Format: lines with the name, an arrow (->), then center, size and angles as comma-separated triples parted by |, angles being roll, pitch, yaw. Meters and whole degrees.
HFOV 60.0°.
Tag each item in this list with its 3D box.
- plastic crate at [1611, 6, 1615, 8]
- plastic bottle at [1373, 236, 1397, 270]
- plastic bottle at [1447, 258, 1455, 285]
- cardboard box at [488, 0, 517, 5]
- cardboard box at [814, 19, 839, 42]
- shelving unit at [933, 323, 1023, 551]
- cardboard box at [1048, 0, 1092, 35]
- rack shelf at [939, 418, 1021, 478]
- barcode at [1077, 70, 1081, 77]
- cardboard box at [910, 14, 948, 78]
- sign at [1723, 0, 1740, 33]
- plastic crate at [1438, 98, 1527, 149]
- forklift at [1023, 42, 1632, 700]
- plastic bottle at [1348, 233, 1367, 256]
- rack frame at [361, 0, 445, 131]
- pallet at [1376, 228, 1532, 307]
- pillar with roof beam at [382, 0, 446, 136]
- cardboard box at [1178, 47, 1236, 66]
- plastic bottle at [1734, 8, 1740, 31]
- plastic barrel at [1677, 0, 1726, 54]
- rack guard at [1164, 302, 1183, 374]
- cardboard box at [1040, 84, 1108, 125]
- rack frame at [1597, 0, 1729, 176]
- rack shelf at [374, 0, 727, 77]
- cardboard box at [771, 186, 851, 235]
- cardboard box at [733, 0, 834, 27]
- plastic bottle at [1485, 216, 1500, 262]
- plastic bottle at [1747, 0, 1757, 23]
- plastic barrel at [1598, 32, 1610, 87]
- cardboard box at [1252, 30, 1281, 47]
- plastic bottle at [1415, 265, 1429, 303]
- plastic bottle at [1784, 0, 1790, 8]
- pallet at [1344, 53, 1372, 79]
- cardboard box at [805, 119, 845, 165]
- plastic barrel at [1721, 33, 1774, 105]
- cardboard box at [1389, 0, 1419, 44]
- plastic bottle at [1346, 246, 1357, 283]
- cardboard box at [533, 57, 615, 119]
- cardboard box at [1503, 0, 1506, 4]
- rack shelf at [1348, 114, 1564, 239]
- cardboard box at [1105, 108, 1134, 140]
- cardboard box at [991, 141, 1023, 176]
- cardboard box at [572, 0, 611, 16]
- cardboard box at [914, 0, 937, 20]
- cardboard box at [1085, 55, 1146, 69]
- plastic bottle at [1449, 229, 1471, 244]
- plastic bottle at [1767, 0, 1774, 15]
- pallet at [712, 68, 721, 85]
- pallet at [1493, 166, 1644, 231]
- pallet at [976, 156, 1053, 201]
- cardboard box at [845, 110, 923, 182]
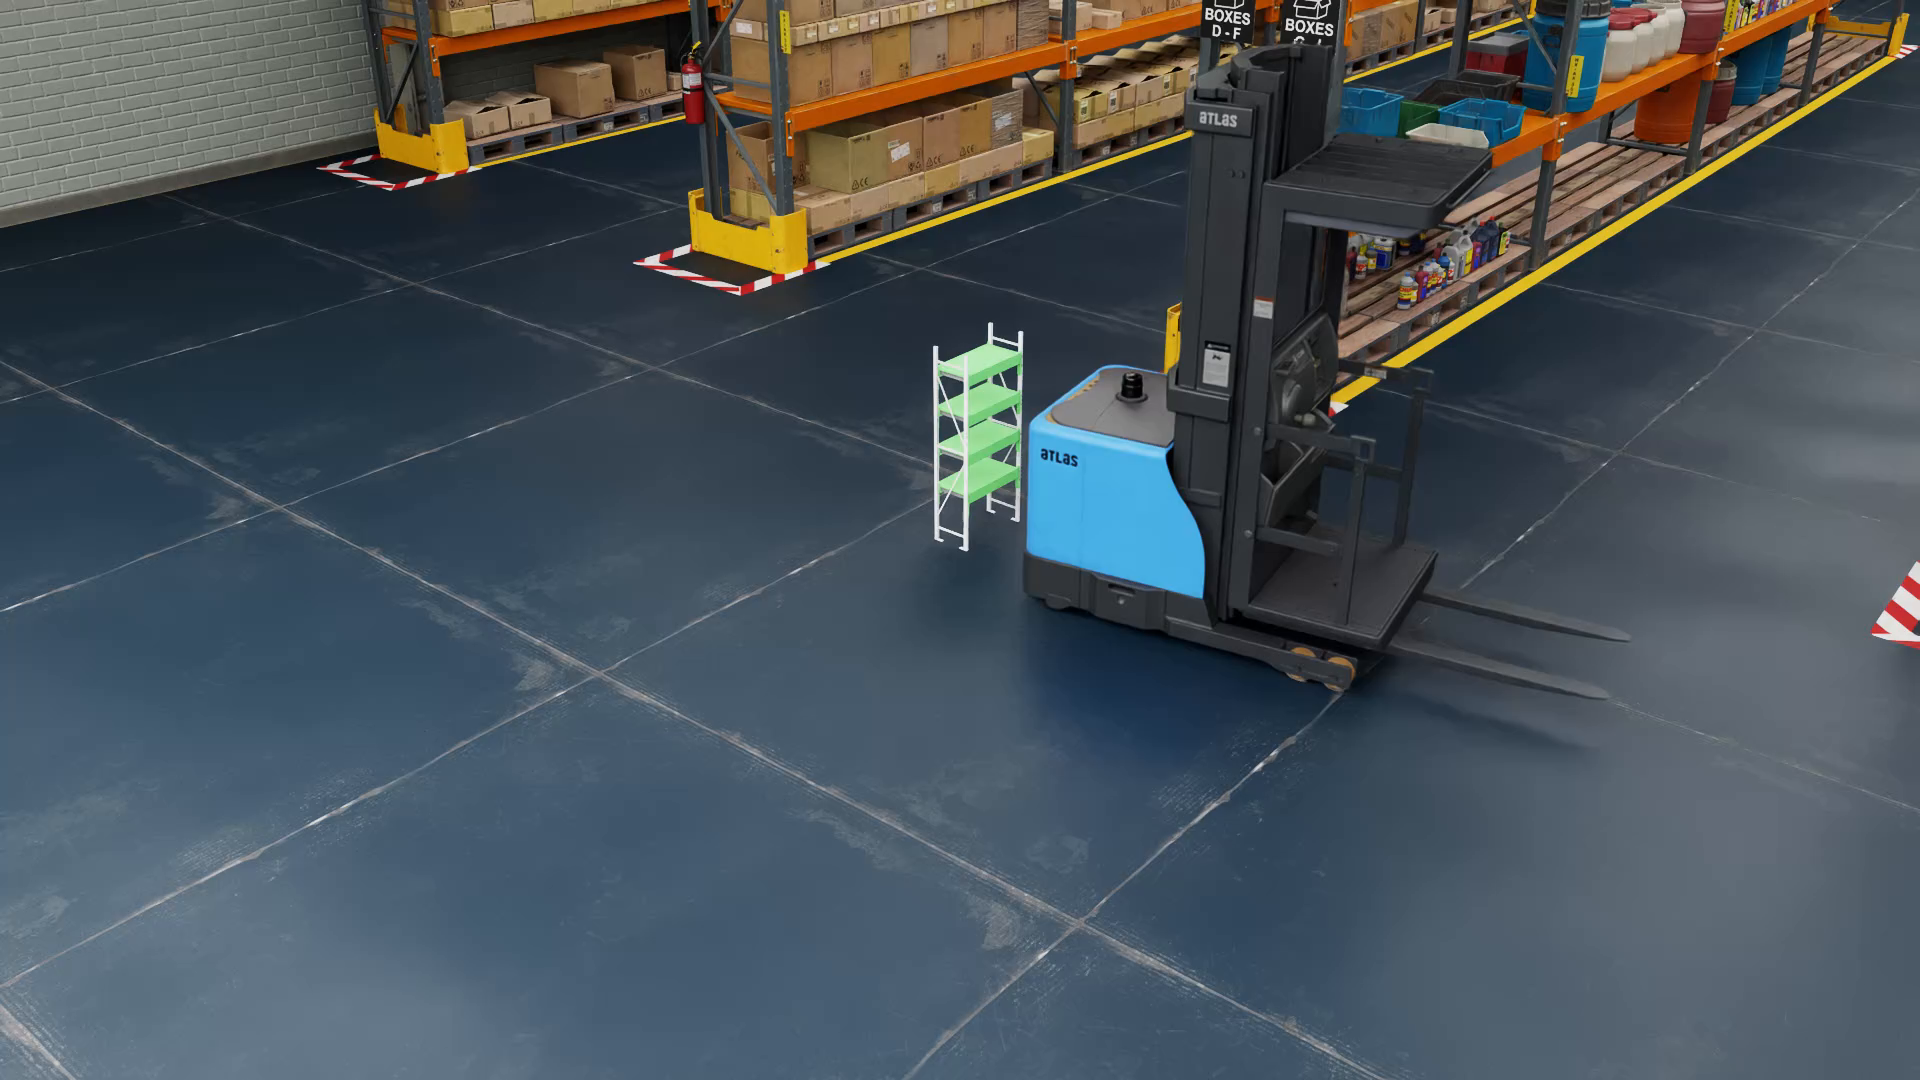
plastic crate -> 5.820, -4.745, 15.589 | 0.402, 0.464, 0.583 | 21, 34, 34
plastic bottle -> 3.446, -2.351, 13.516 | 0.152, 0.276, 0.135 | 21, 34, 34
plastic bottle -> 3.864, -2.133, 13.176 | 0.097, 0.201, 0.097 | 0, 27, 0
cardboard box -> -4.792, -5.789, 17.000 | 0.500, 0.500, 0.500 | 21, 34, 35
cardboard box -> -1.243, -4.316, 14.014 | 0.380, 0.149, 0.250 | 20, 33, 33
shelving unit -> 0.105, -0.592, 9.588 | 0.258, 1.200, 0.503 | 21, 34, 34
cardboard box -> 0.999, -5.352, 16.994 | 0.500, 0.250, 0.500 | 23, 35, 37
rack shelf -> 0.105, -0.535, 9.617 | 0.258, 0.148, 0.480 | 21, 34, 34
barcode -> 1.203, -4.712, 16.790 | 0.001, 0.075, 0.075 | 21, 34, 34
cardboard box -> -0.535, -4.569, 15.209 | 0.700, 0.500, 0.500 | 22, 35, 36
sign -> 7.513, -5.115, 16.195 | 0.100, 0.325, 0.005 | 21, 34, 34
plastic crate -> 4.045, -3.245, 12.919 | 0.499, 0.251, 0.616 | 21, 34, 34
forklift -> 1.883, -0.828, 8.160 | 3.031, 2.935, 1.130 | 14, 31, 26
plastic bottle -> 3.197, -2.353, 13.437 | 0.144, 0.351, 0.185 | 22, 35, 36
rack frame -> -5.649, -5.260, 16.652 | 1.000, 3.000, 0.127 | 21, 34, 34
pallet -> 4.080, -2.318, 14.001 | 1.003, 0.211, 1.213 | 21, 34, 34
pillar with roof beam -> -2.550, -7.167, 13.810 | 9.100, 9.000, 0.400 | 21, 34, 34
cardboard box -> 2.795, -5.420, 18.888 | 0.500, 0.311, 0.500 | 20, 34, 34
plastic bottle -> 7.853, -5.311, 16.878 | 0.061, 0.283, 0.133 | 21, 34, 34
plastic barrel -> 7.023, -5.008, 16.018 | 0.600, 0.536, 0.708 | 21, 34, 34
rack guard -> 2.007, -1.295, 11.708 | 1.175, 0.500, 0.348 | 21, 34, 34
cardboard box -> 1.175, -4.519, 17.147 | 0.500, 0.311, 0.500 | 21, 34, 35
rack frame -> 7.084, -5.201, 16.538 | 1.000, 3.000, 0.127 | 21, 34, 34
rack shelf -> -4.377, -5.649, 18.188 | 1.077, 0.370, 4.000 | 21, 34, 34
cardboard box -> -1.312, -2.904, 14.634 | 0.500, 0.250, 0.500 | 21, 34, 34
cardboard box -> -1.484, -4.614, 13.884 | 0.700, 0.500, 0.500 | 21, 34, 35
plastic bottle -> 4.352, -2.489, 13.700 | 0.144, 0.351, 0.185 | 20, 33, 33
plastic bottle -> 8.229, -5.529, 17.312 | 0.097, 0.271, 0.097 | 0, 27, 0
plastic barrel -> 5.317, -4.118, 14.297 | 0.433, 0.535, 0.433 | 0, 27, 0
cardboard box -> 3.774, -5.813, 19.963 | 0.500, 0.500, 0.500 | 22, 35, 36
plastic bottle -> 3.547, -1.980, 12.790 | 0.061, 0.283, 0.133 | 21, 34, 35
plastic bottle -> 8.988, -5.973, 18.167 | 0.152, 0.276, 0.135 | 21, 34, 34
pallet -> 4.544, -6.095, 21.303 | 1.003, 0.211, 1.213 | 21, 34, 34
cardboard box -> -1.088, -3.747, 15.449 | 0.500, 0.500, 0.500 | 21, 34, 34
plastic barrel -> 8.819, -5.434, 18.817 | 0.600, 0.901, 0.708 | 21, 34, 34
cardboard box -> 5.716, -6.894, 22.054 | 0.500, 0.500, 0.500 | 21, 34, 34
plastic bottle -> 3.089, -2.183, 13.182 | 0.061, 0.283, 0.133 | 21, 34, 34
cardboard box -> -4.272, -5.011, 18.414 | 0.700, 0.500, 0.500 | 18, 33, 31
cardboard box -> 7.870, -8.041, 24.633 | 0.380, 0.166, 0.250 | 21, 34, 34
rack shelf -> 3.267, -2.754, 12.591 | 1.077, 0.370, 4.000 | 21, 34, 34
cardboard box -> 1.494, -4.448, 17.619 | 0.500, 0.250, 0.500 | 22, 34, 36
cardboard box -> 0.268, -3.794, 16.355 | 0.500, 0.250, 0.500 | 21, 34, 34
cardboard box -> -4.123, -5.828, 17.892 | 0.500, 0.250, 0.500 | 21, 34, 35
cardboard box -> -0.430, -4.767, 14.885 | 0.380, 0.149, 0.250 | 21, 34, 35
cardboard box -> 1.724, -5.213, 18.487 | 0.500, 0.311, 0.500 | 20, 34, 34
plastic bottle -> 4.100, -2.422, 13.652 | 0.152, 0.276, 0.135 | 21, 34, 34
plastic bottle -> 8.595, -5.785, 17.721 | 0.144, 0.351, 0.185 | 21, 34, 34
pallet -> -2.611, -5.716, 20.569 | 1.003, 0.211, 1.213 | 21, 34, 34
pallet -> 5.785, -3.268, 15.838 | 1.003, 0.211, 1.213 | 21, 34, 34
pallet -> 0.182, -3.723, 16.717 | 1.003, 0.211, 1.213 | 21, 34, 34
cardboard box -> -0.687, -3.595, 15.155 | 0.500, 0.500, 0.500 | 21, 34, 34
